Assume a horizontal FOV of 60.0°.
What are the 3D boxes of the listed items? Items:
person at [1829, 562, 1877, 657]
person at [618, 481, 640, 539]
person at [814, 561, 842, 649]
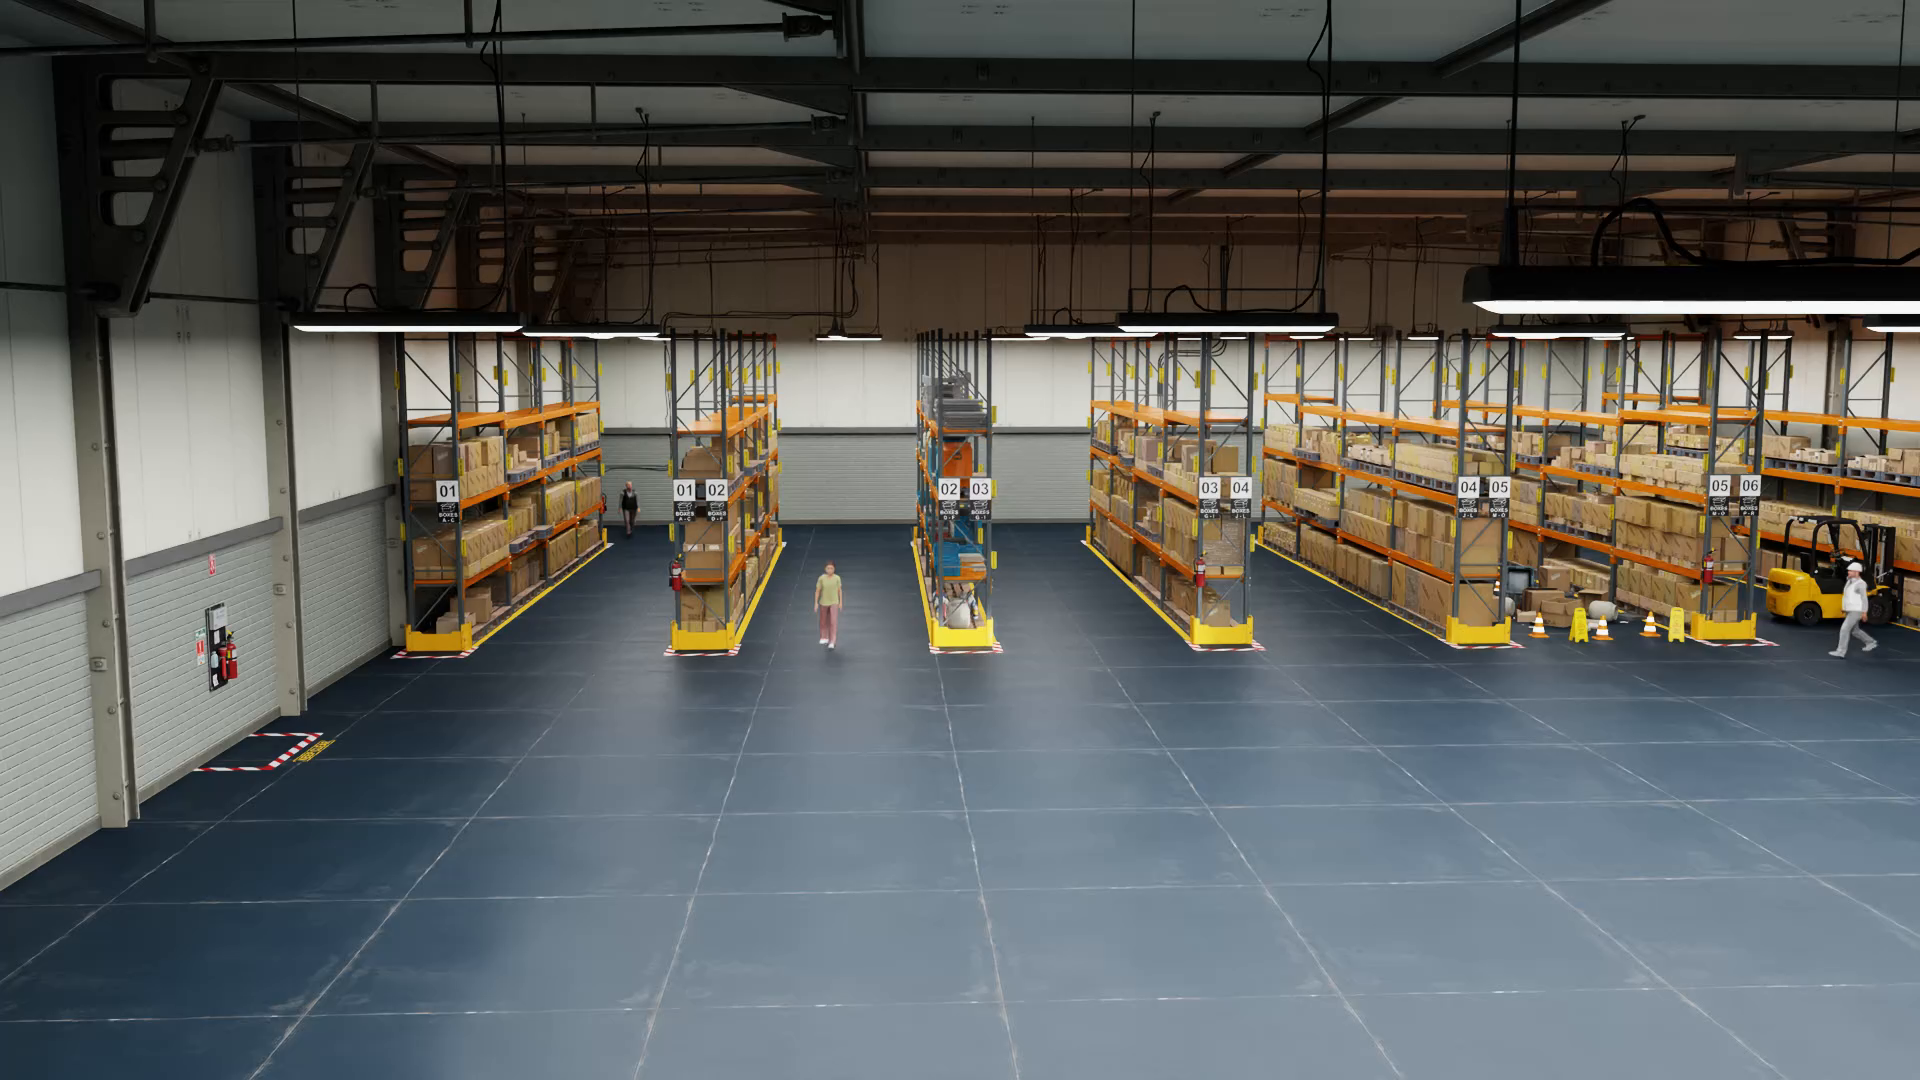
[{"bbox_3d":[16.401,1.275,30.436,0.999,1.739,0.542,0,7,-2],"label":"person"},{"bbox_3d":[-9.732,-0.903,48.990,0.609,1.645,1.063,-3,7,-21],"label":"person"},{"bbox_3d":[-2.487,1.212,31.339,0.513,1.642,0.946,0,7,-1],"label":"person"}]
